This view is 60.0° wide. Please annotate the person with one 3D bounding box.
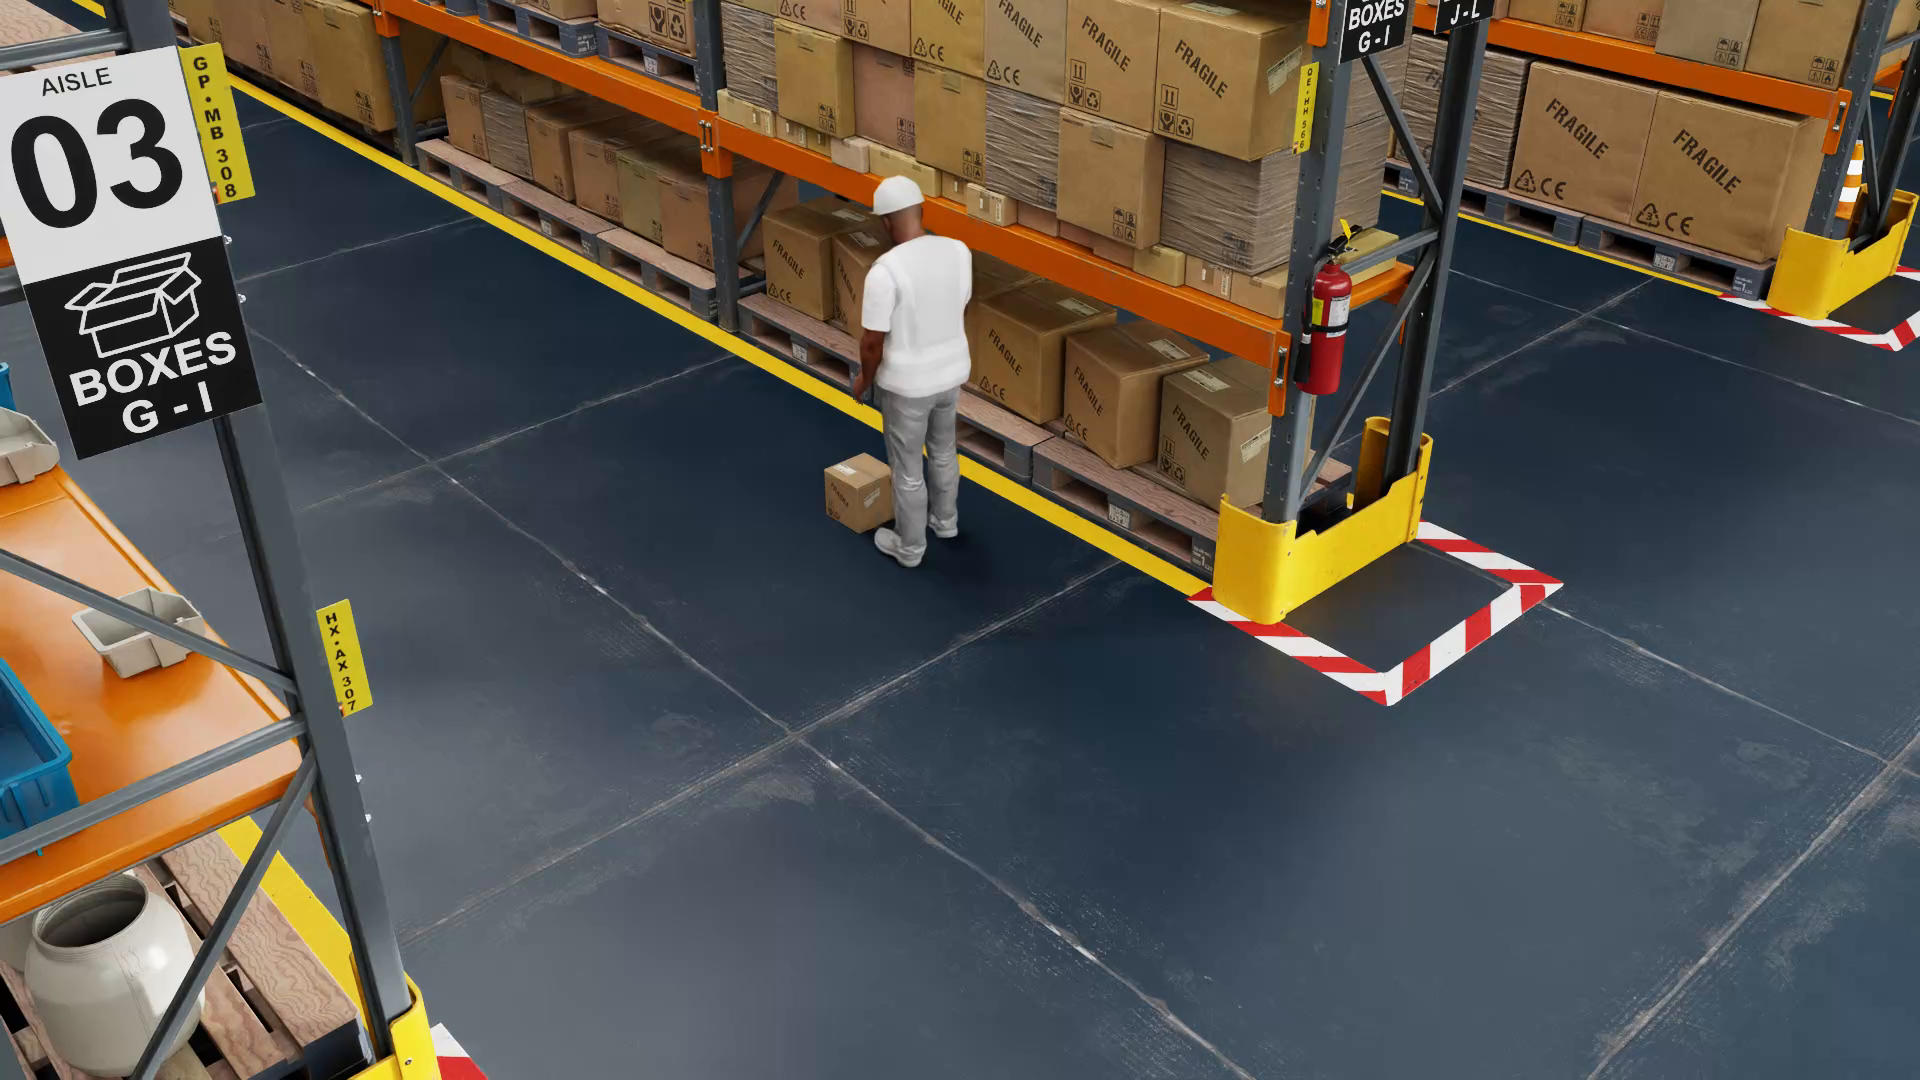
[{"bbox_3d":[-0.207,-0.716,7.292,0.597,1.792,0.511,-24,39,-33],"label":"person"}]
